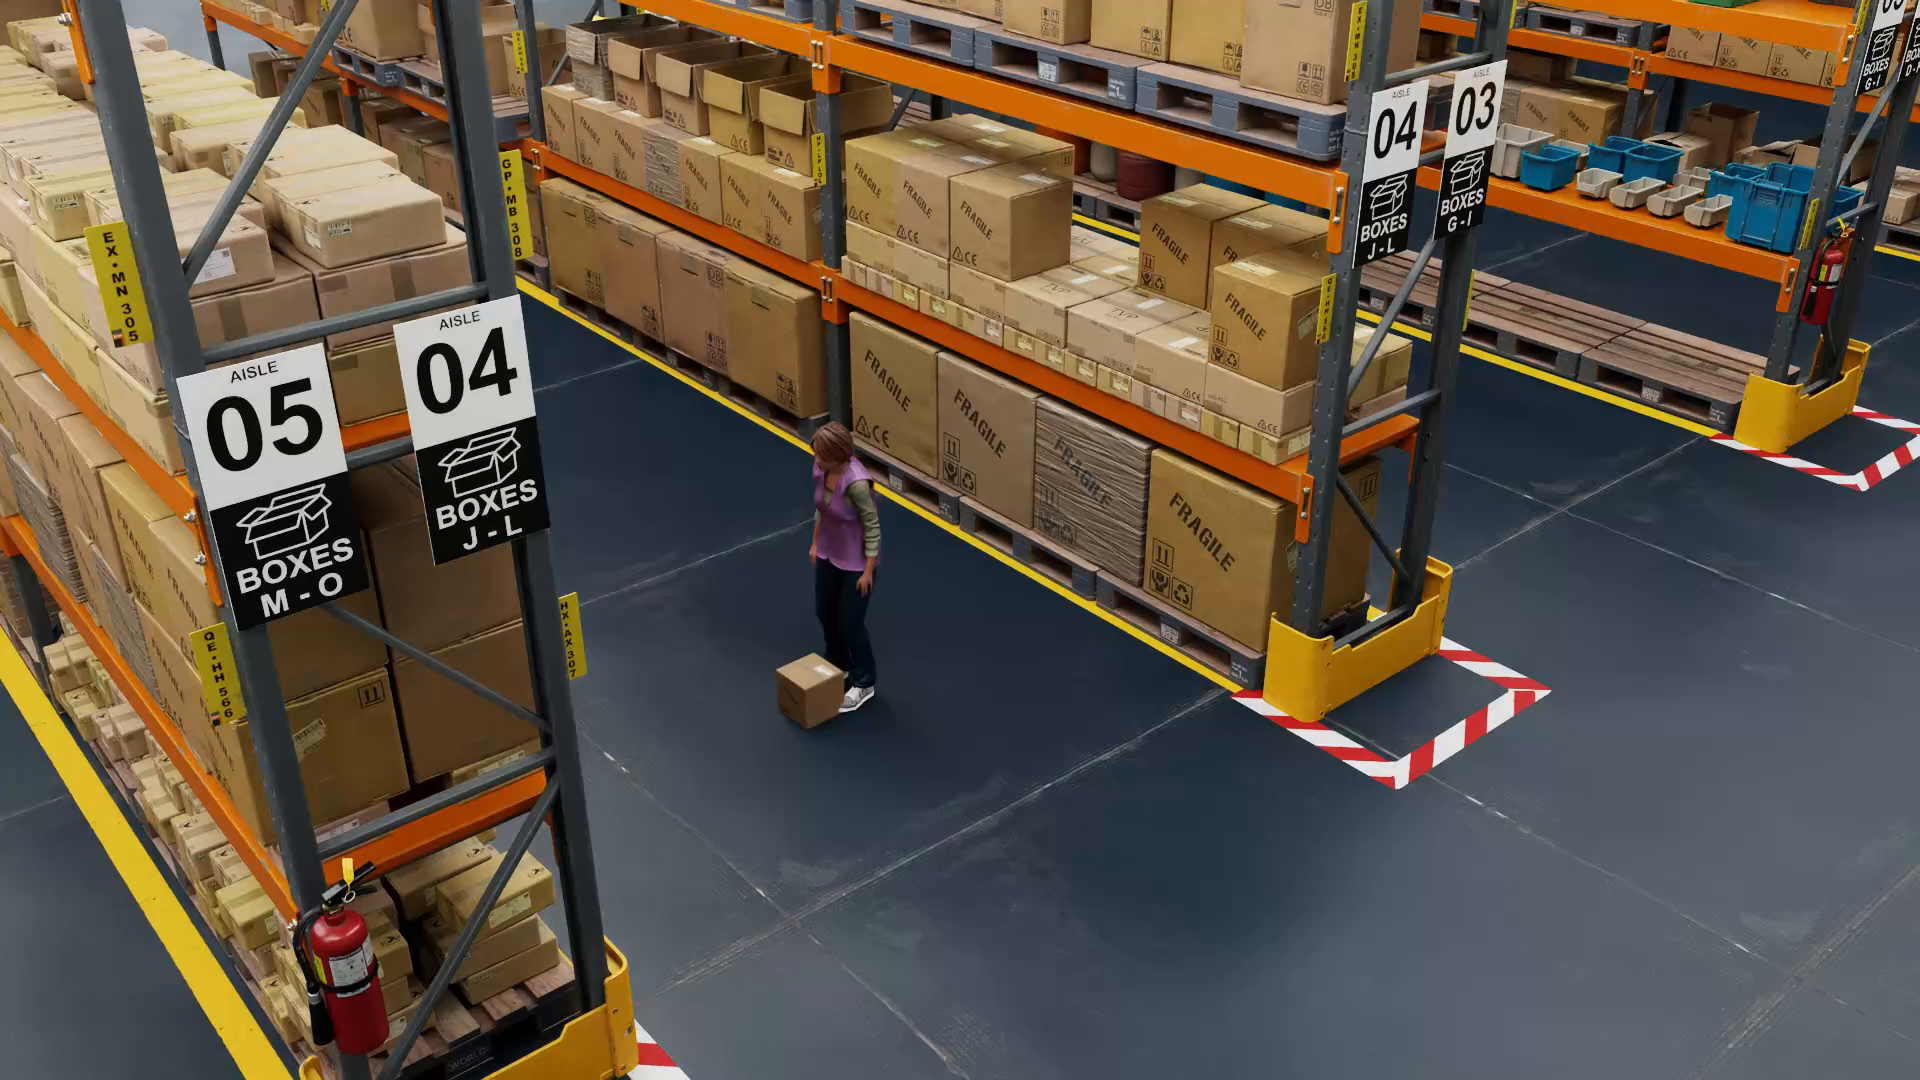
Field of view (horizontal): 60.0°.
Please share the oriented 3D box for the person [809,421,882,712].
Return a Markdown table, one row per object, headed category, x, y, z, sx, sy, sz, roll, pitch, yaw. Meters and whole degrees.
| category | x | y | z | sx | sy | sz | roll | pitch | yaw |
| --- | --- | --- | --- | --- | --- | --- | --- | --- | --- |
| person | -0.590 | 0.112 | 8.432 | 0.346 | 1.591 | 0.476 | -25 | 37 | -37 |
